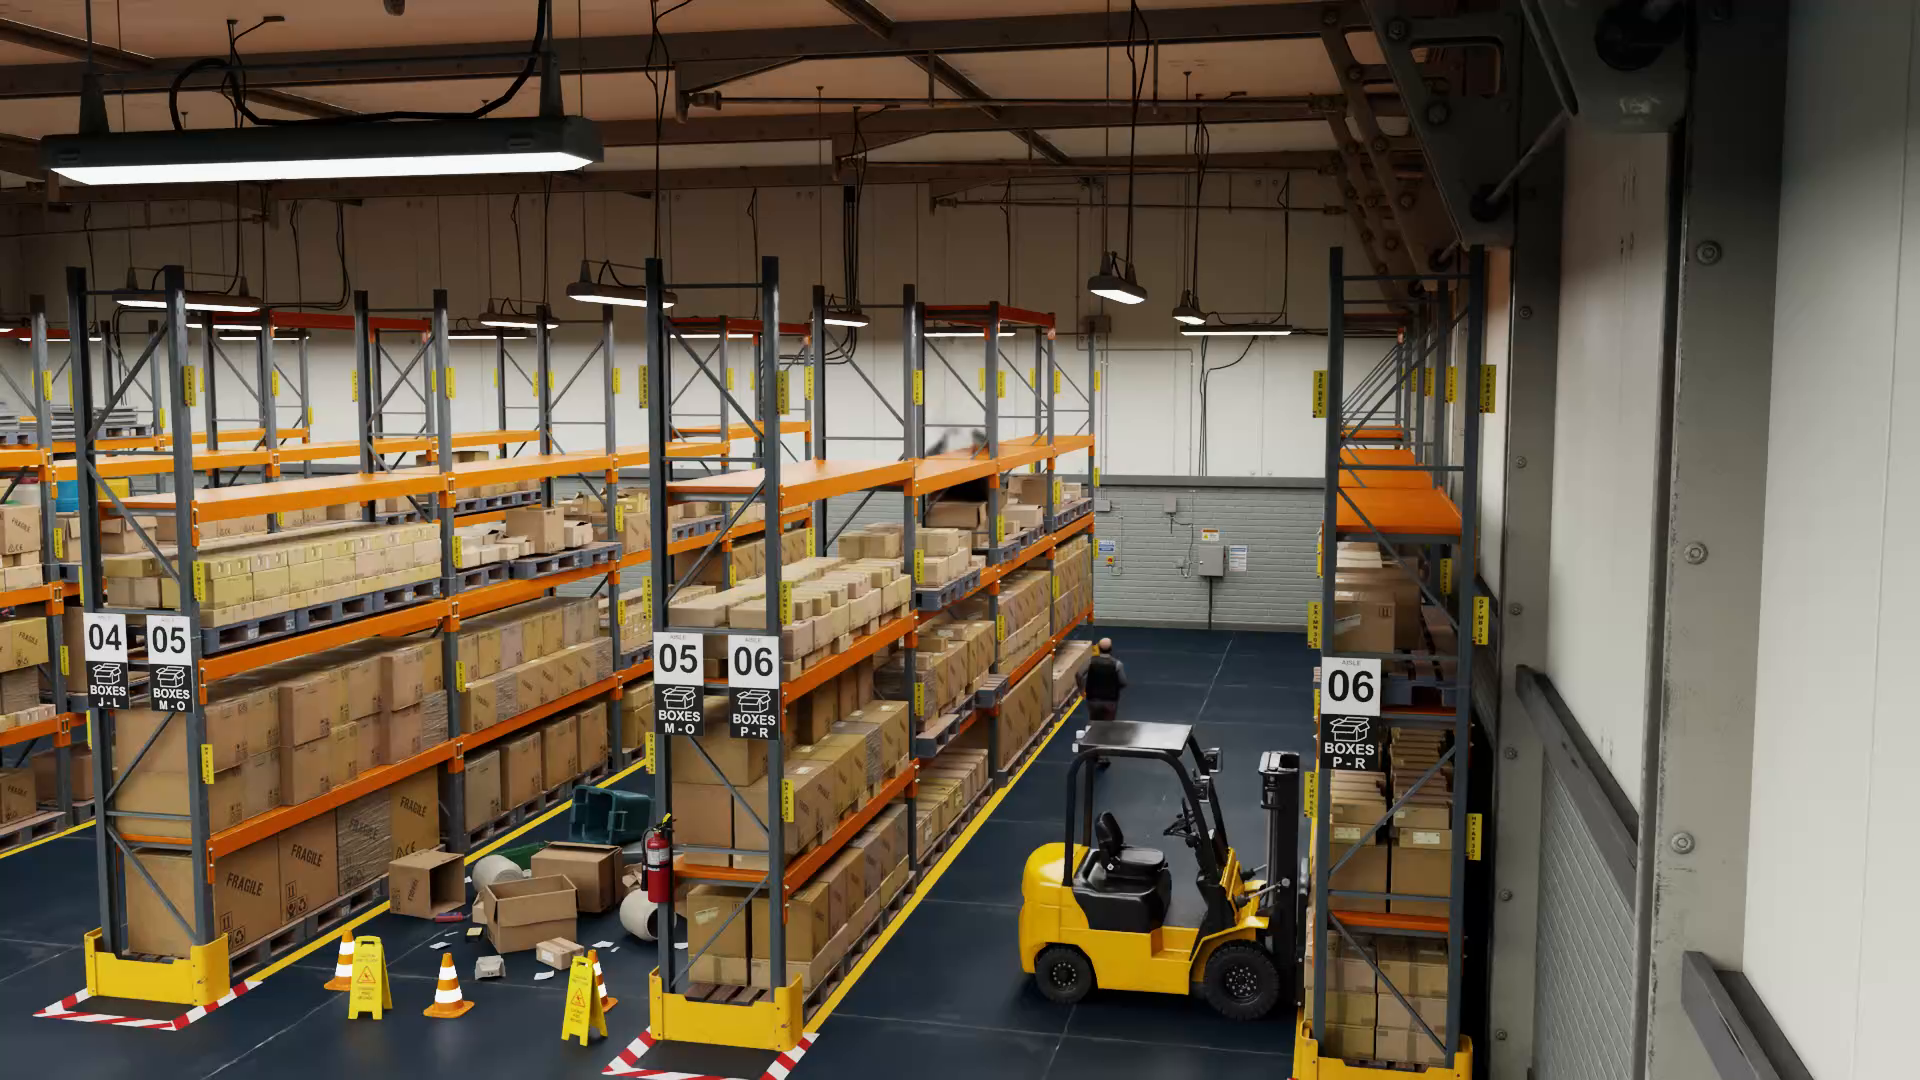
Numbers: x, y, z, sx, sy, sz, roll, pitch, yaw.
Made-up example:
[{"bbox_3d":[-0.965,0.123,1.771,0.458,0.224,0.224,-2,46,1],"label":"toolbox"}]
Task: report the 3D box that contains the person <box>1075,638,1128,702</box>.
[{"bbox_3d":[1.878,1.696,21.851,0.669,0.844,0.577,1,6,14],"label":"person"}]
